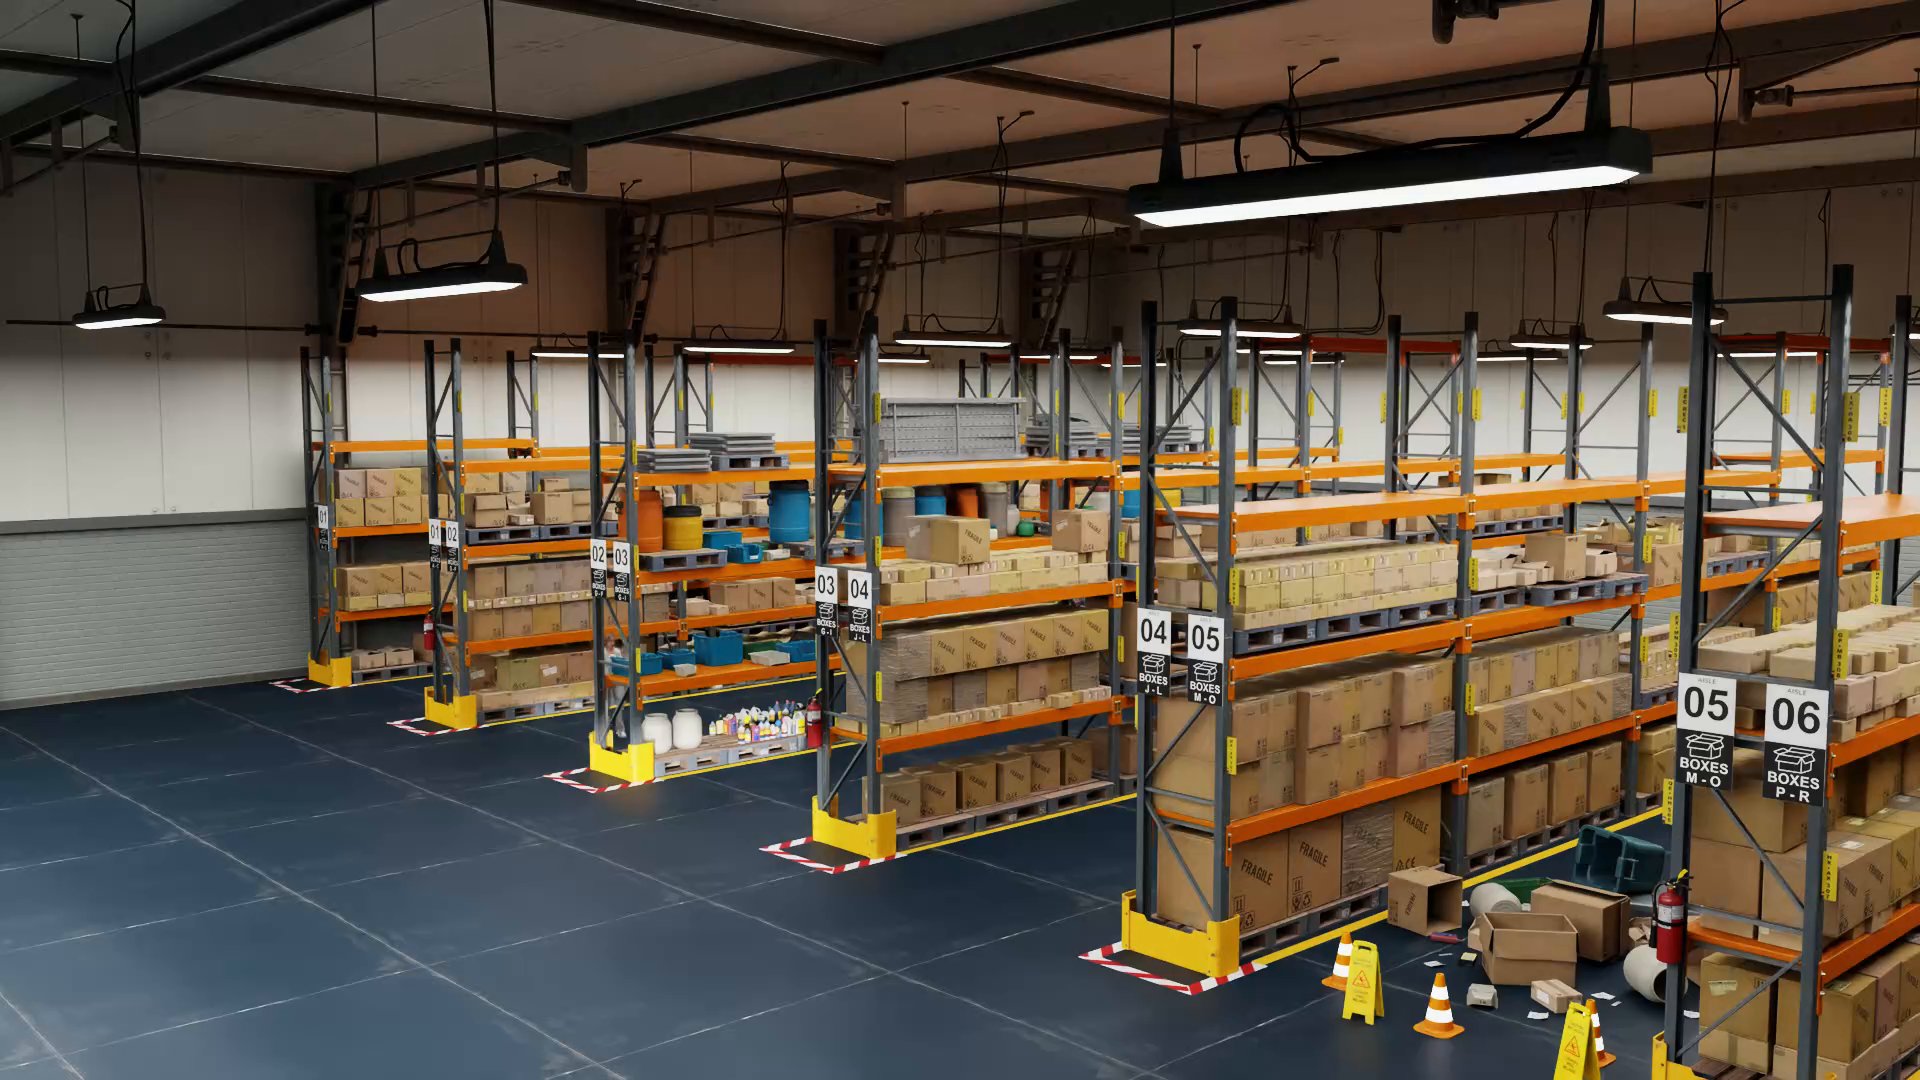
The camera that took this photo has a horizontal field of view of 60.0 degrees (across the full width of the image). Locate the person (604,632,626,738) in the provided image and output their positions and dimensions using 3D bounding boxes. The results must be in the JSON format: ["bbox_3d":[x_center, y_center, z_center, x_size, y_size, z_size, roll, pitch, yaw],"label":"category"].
[{"bbox_3d":[-5.259,2.206,24.980,0.506,1.658,0.328,-3,6,-30],"label":"person"}]
